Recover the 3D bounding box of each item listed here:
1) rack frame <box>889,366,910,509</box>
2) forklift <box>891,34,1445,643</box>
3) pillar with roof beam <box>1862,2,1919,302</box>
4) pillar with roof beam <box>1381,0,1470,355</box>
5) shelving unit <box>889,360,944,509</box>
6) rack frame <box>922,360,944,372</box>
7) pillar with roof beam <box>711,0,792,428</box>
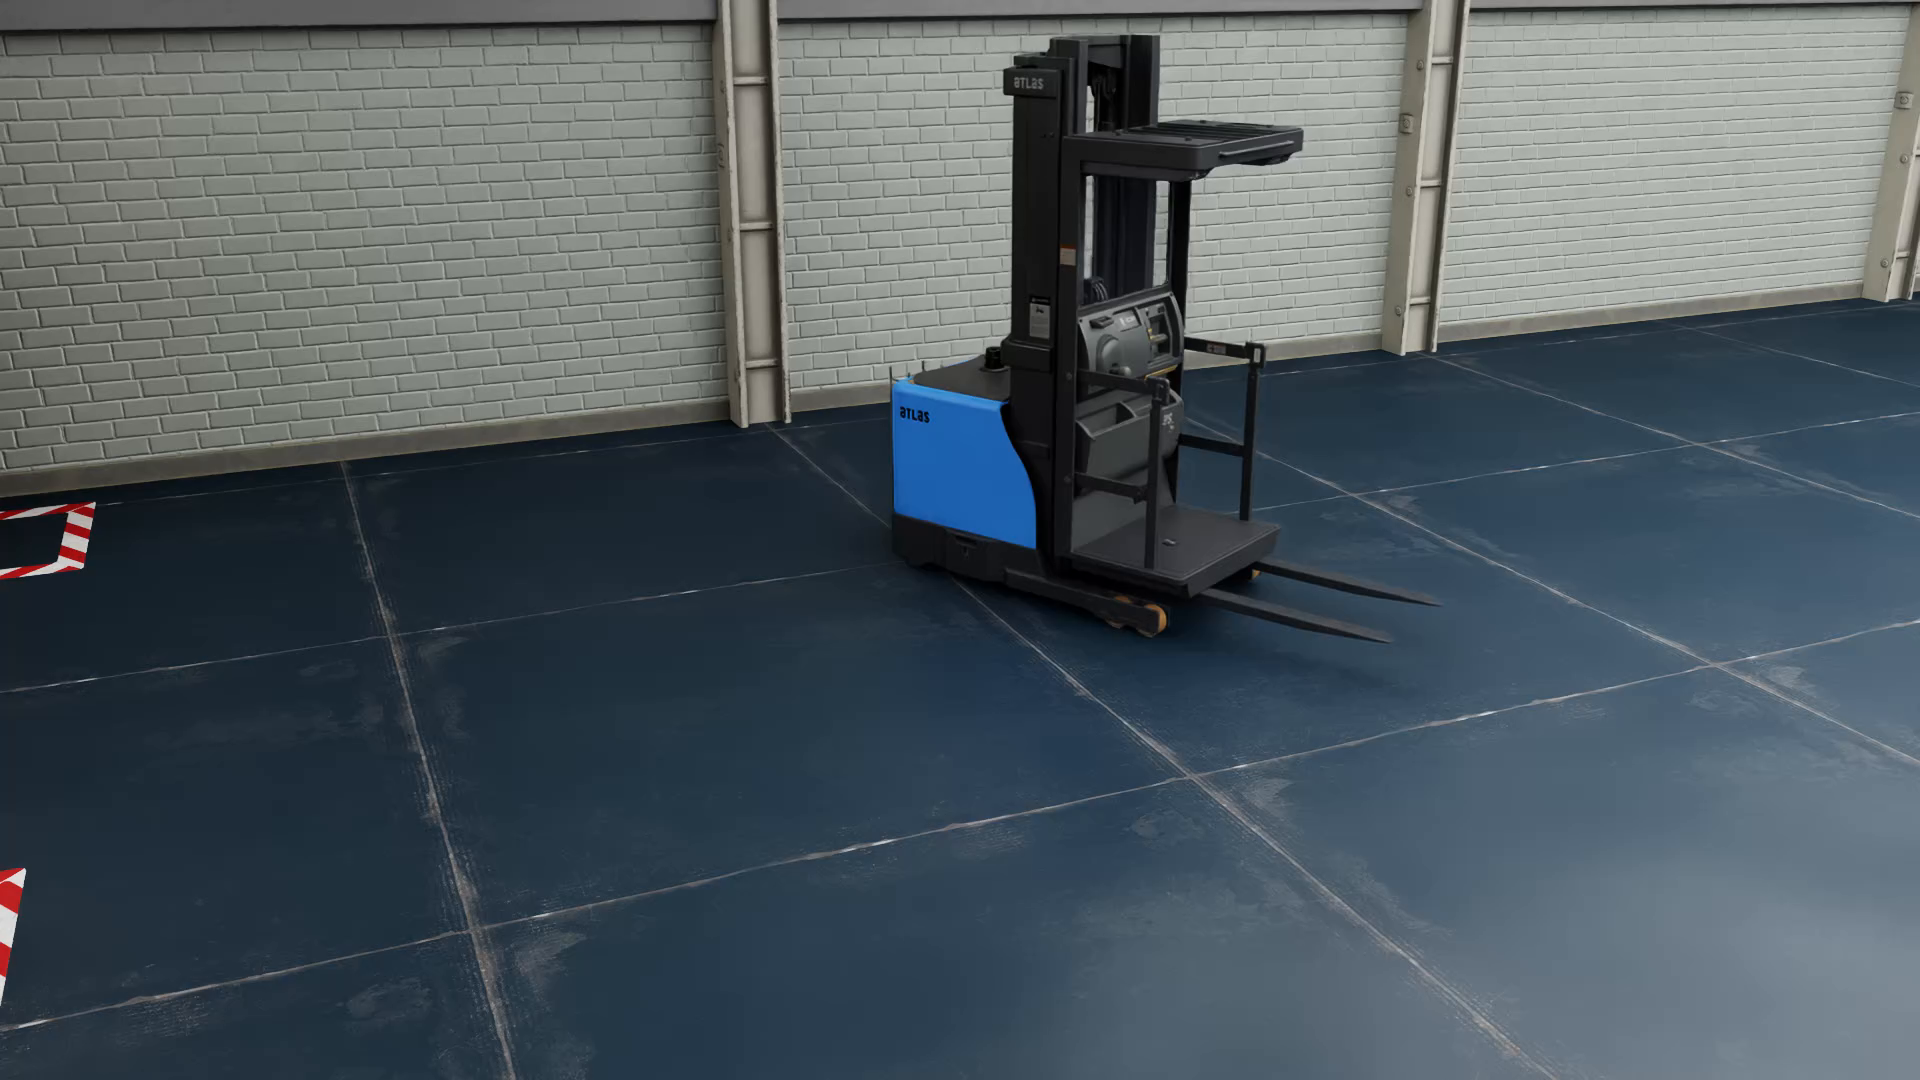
[{"bbox_3d":[-0.352,-0.500,9.860,0.008,1.050,0.200,-15,24,-36],"label":"rack frame"},{"bbox_3d":[1.074,-1.081,8.679,3.031,2.935,1.130,15,24,36],"label":"forklift"},{"bbox_3d":[11.212,-5.419,11.863,0.400,9.000,9.100,-8,21,-22],"label":"pillar with roof beam"},{"bbox_3d":[5.702,-4.630,9.621,0.400,9.000,9.100,-8,21,-22],"label":"pillar with roof beam"},{"bbox_3d":[-0.256,-0.525,9.932,0.252,1.050,0.215,-15,24,-36],"label":"shelving unit"},{"bbox_3d":[-0.161,-0.550,10.004,0.008,1.050,0.200,-15,24,-36],"label":"rack frame"},{"bbox_3d":[0.193,-3.840,7.380,0.400,9.000,9.100,-8,21,-22],"label":"pillar with roof beam"}]
